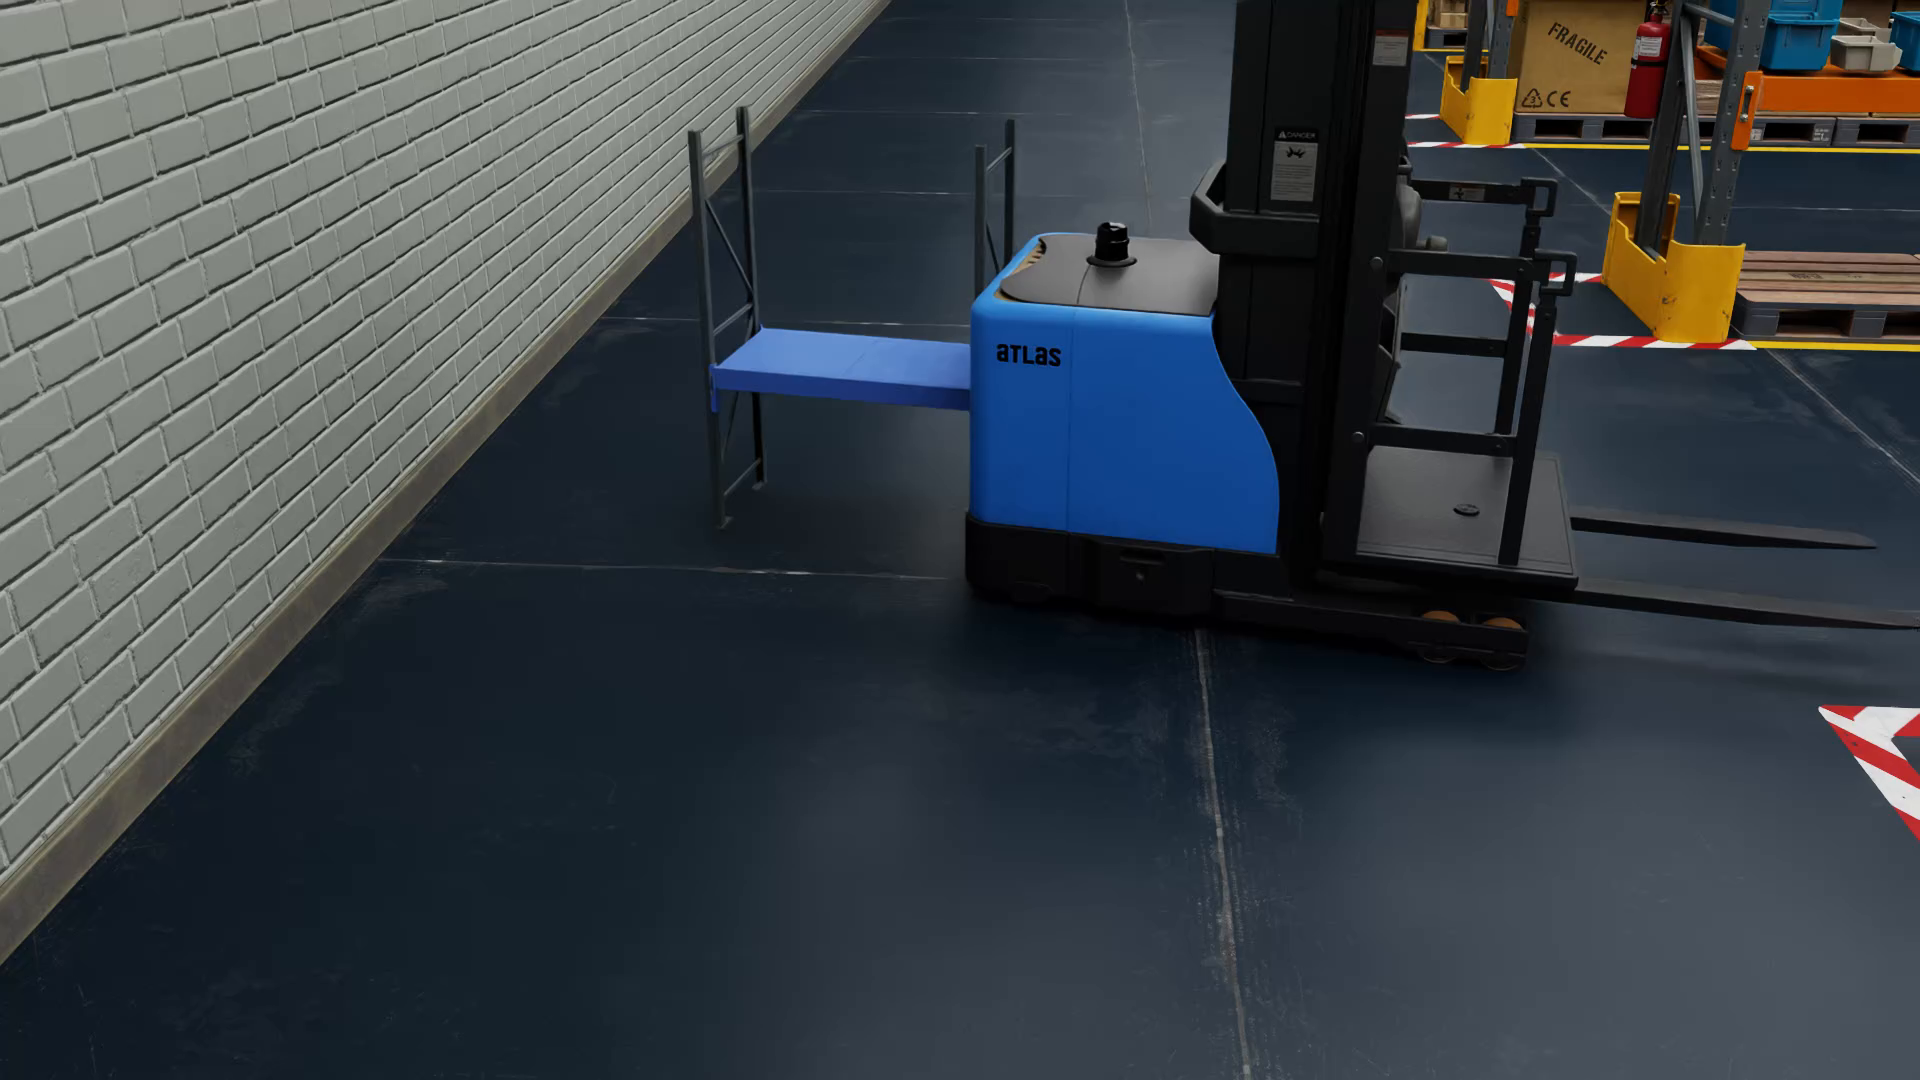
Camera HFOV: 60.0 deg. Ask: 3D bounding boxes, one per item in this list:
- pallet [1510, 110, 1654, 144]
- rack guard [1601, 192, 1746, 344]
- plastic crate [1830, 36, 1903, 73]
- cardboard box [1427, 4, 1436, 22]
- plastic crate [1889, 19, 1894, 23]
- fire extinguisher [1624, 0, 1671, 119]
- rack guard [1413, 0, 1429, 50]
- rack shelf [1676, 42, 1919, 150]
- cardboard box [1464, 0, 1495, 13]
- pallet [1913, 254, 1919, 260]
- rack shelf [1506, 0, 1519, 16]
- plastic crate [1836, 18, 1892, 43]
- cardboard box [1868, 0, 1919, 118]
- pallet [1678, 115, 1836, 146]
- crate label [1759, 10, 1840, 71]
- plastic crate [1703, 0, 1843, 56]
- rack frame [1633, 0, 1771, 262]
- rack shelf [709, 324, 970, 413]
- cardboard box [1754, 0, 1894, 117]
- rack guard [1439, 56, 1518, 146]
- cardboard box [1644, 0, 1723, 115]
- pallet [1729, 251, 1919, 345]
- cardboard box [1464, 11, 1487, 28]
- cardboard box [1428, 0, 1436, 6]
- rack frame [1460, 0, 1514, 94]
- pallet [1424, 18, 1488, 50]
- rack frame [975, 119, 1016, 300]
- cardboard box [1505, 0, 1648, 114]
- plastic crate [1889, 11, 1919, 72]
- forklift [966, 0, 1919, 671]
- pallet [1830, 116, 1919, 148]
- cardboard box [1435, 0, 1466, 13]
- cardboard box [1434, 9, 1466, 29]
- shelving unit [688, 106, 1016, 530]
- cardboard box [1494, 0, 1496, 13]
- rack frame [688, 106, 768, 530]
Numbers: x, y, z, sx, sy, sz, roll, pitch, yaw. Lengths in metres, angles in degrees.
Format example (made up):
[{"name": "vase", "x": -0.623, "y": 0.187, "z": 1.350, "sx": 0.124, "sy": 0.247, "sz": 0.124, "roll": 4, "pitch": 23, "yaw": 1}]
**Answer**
[{"name": "pallet", "x": 4.971, "y": -3.410, "z": 13.409, "sx": 1.213, "sy": 0.211, "sz": 1.003, "roll": 2, "pitch": 25, "yaw": 4}, {"name": "rack guard", "x": 3.764, "y": -1.466, "z": 8.837, "sx": 0.348, "sy": 0.500, "sz": 1.175, "roll": 2, "pitch": 25, "yaw": 4}, {"name": "plastic crate", "x": 4.323, "y": -2.324, "z": 7.955, "sx": 0.298, "sy": 0.136, "sz": 0.250, "roll": 2, "pitch": 25, "yaw": 4}, {"name": "cardboard box", "x": 5.189, "y": -5.700, "z": 17.957, "sx": 0.250, "sy": 0.149, "sz": 0.380, "roll": 2, "pitch": 25, "yaw": 5}, {"name": "plastic crate", "x": 4.904, "y": -2.548, "z": 8.442, "sx": 0.243, "sy": 0.136, "sz": 0.396, "roll": 2, "pitch": 25, "yaw": 4}, {"name": "fire extinguisher", "x": 3.673, "y": -2.596, "z": 8.841, "sx": 0.183, "sy": 0.674, "sz": 0.296, "roll": 2, "pitch": 25, "yaw": 4}, {"name": "rack guard", "x": 4.724, "y": -5.596, "z": 17.814, "sx": 0.348, "sy": 0.500, "sz": 1.175, "roll": 2, "pitch": 25, "yaw": 4}, {"name": "rack shelf", "x": 5.783, "y": -2.215, "z": 8.336, "sx": 4.000, "sy": 0.370, "sz": 1.077, "roll": 2, "pitch": 25, "yaw": 4}, {"name": "cardboard box", "x": 5.420, "y": -5.609, "z": 17.404, "sx": 0.250, "sy": 0.149, "sz": 0.380, "roll": 2, "pitch": 25, "yaw": 4}, {"name": "pallet", "x": 5.821, "y": -1.257, "z": 8.728, "sx": 1.213, "sy": 0.211, "sz": 1.003, "roll": 2, "pitch": 25, "yaw": 4}, {"name": "rack shelf", "x": 6.162, "y": -4.279, "z": 12.823, "sx": 4.000, "sy": 0.370, "sz": 1.077, "roll": 2, "pitch": 25, "yaw": 4}, {"name": "plastic crate", "x": 4.616, "y": -2.563, "z": 8.475, "sx": 0.243, "sy": 0.136, "sz": 0.396, "roll": 2, "pitch": 25, "yaw": 4}, {"name": "cardboard box", "x": 7.504, "y": -3.822, "z": 13.008, "sx": 0.875, "sy": 0.875, "sz": 0.875, "roll": 2, "pitch": 25, "yaw": 4}, {"name": "pallet", "x": 6.184, "y": -3.370, "z": 13.322, "sx": 1.213, "sy": 0.211, "sz": 1.003, "roll": 2, "pitch": 25, "yaw": 4}, {"name": "crate label", "x": 4.010, "y": -2.412, "z": 8.032, "sx": 0.303, "sy": 0.233, "sz": 0.416, "roll": 2, "pitch": 25, "yaw": 4}, {"name": "plastic crate", "x": 4.137, "y": -2.716, "z": 8.451, "sx": 0.499, "sy": 0.435, "sz": 0.616, "roll": 2, "pitch": 25, "yaw": 4}, {"name": "rack frame", "x": 3.789, "y": -2.606, "z": 8.325, "sx": 0.127, "sy": 3.000, "sz": 1.000, "roll": 2, "pitch": 25, "yaw": 4}, {"name": "rack shelf", "x": -0.367, "y": -0.606, "z": 6.204, "sx": 1.000, "sy": 0.185, "sz": 0.538, "roll": 6, "pitch": 25, "yaw": 13}, {"name": "cardboard box", "x": 6.607, "y": -3.851, "z": 13.070, "sx": 0.875, "sy": 0.875, "sz": 0.875, "roll": 2, "pitch": 25, "yaw": 4}, {"name": "rack guard", "x": 4.144, "y": -3.536, "z": 13.335, "sx": 0.348, "sy": 0.500, "sz": 1.175, "roll": 2, "pitch": 25, "yaw": 4}, {"name": "cardboard box", "x": 5.719, "y": -3.880, "z": 13.132, "sx": 0.875, "sy": 0.875, "sz": 0.875, "roll": 2, "pitch": 25, "yaw": 4}, {"name": "pallet", "x": 4.608, "y": -1.297, "z": 8.815, "sx": 1.213, "sy": 0.211, "sz": 1.003, "roll": 2, "pitch": 25, "yaw": 4}, {"name": "cardboard box", "x": 5.414, "y": -5.506, "z": 17.535, "sx": 0.250, "sy": 0.149, "sz": 0.380, "roll": 2, "pitch": 25, "yaw": 4}, {"name": "cardboard box", "x": 5.196, "y": -5.867, "z": 17.965, "sx": 0.250, "sy": 0.149, "sz": 0.380, "roll": 1, "pitch": 25, "yaw": 3}, {"name": "rack frame", "x": 4.168, "y": -4.670, "z": 12.811, "sx": 0.127, "sy": 3.000, "sz": 1.000, "roll": 2, "pitch": 25, "yaw": 4}, {"name": "pallet", "x": 5.531, "y": -5.424, "z": 17.786, "sx": 1.213, "sy": 0.211, "sz": 1.003, "roll": 2, "pitch": 25, "yaw": 4}, {"name": "rack frame", "x": 0.125, "y": -0.718, "z": 6.015, "sx": 0.032, "sy": 1.500, "sz": 0.500, "roll": 6, "pitch": 25, "yaw": 13}, {"name": "cardboard box", "x": 4.812, "y": -3.909, "z": 13.196, "sx": 0.875, "sy": 0.875, "sz": 0.875, "roll": 2, "pitch": 25, "yaw": 4}, {"name": "plastic crate", "x": 4.666, "y": -2.391, "z": 7.986, "sx": 0.300, "sy": 0.233, "sz": 0.416, "roll": 2, "pitch": 25, "yaw": 4}, {"name": "forklift", "x": 1.594, "y": -1.159, "z": 5.262, "sx": 3.031, "sy": 2.935, "sz": 1.130, "roll": 6, "pitch": 25, "yaw": 14}, {"name": "pallet", "x": 7.404, "y": -3.332, "z": 13.240, "sx": 1.213, "sy": 0.211, "sz": 1.003, "roll": 2, "pitch": 25, "yaw": 4}, {"name": "cardboard box", "x": 5.151, "y": -5.641, "z": 17.474, "sx": 0.250, "sy": 0.149, "sz": 0.380, "roll": 3, "pitch": 25, "yaw": 6}, {"name": "cardboard box", "x": 5.146, "y": -5.480, "z": 17.479, "sx": 0.250, "sy": 0.149, "sz": 0.380, "roll": 2, "pitch": 25, "yaw": 5}, {"name": "shelving unit", "x": -0.367, "y": -0.770, "z": 6.129, "sx": 1.048, "sy": 1.500, "sz": 0.538, "roll": 6, "pitch": 25, "yaw": 13}, {"name": "cardboard box", "x": 5.671, "y": -5.638, "z": 17.467, "sx": 0.250, "sy": 0.149, "sz": 0.380, "roll": 2, "pitch": 25, "yaw": 5}, {"name": "rack frame", "x": -0.860, "y": -0.822, "z": 6.242, "sx": 0.032, "sy": 1.500, "sz": 0.500, "roll": 6, "pitch": 25, "yaw": 13}]
